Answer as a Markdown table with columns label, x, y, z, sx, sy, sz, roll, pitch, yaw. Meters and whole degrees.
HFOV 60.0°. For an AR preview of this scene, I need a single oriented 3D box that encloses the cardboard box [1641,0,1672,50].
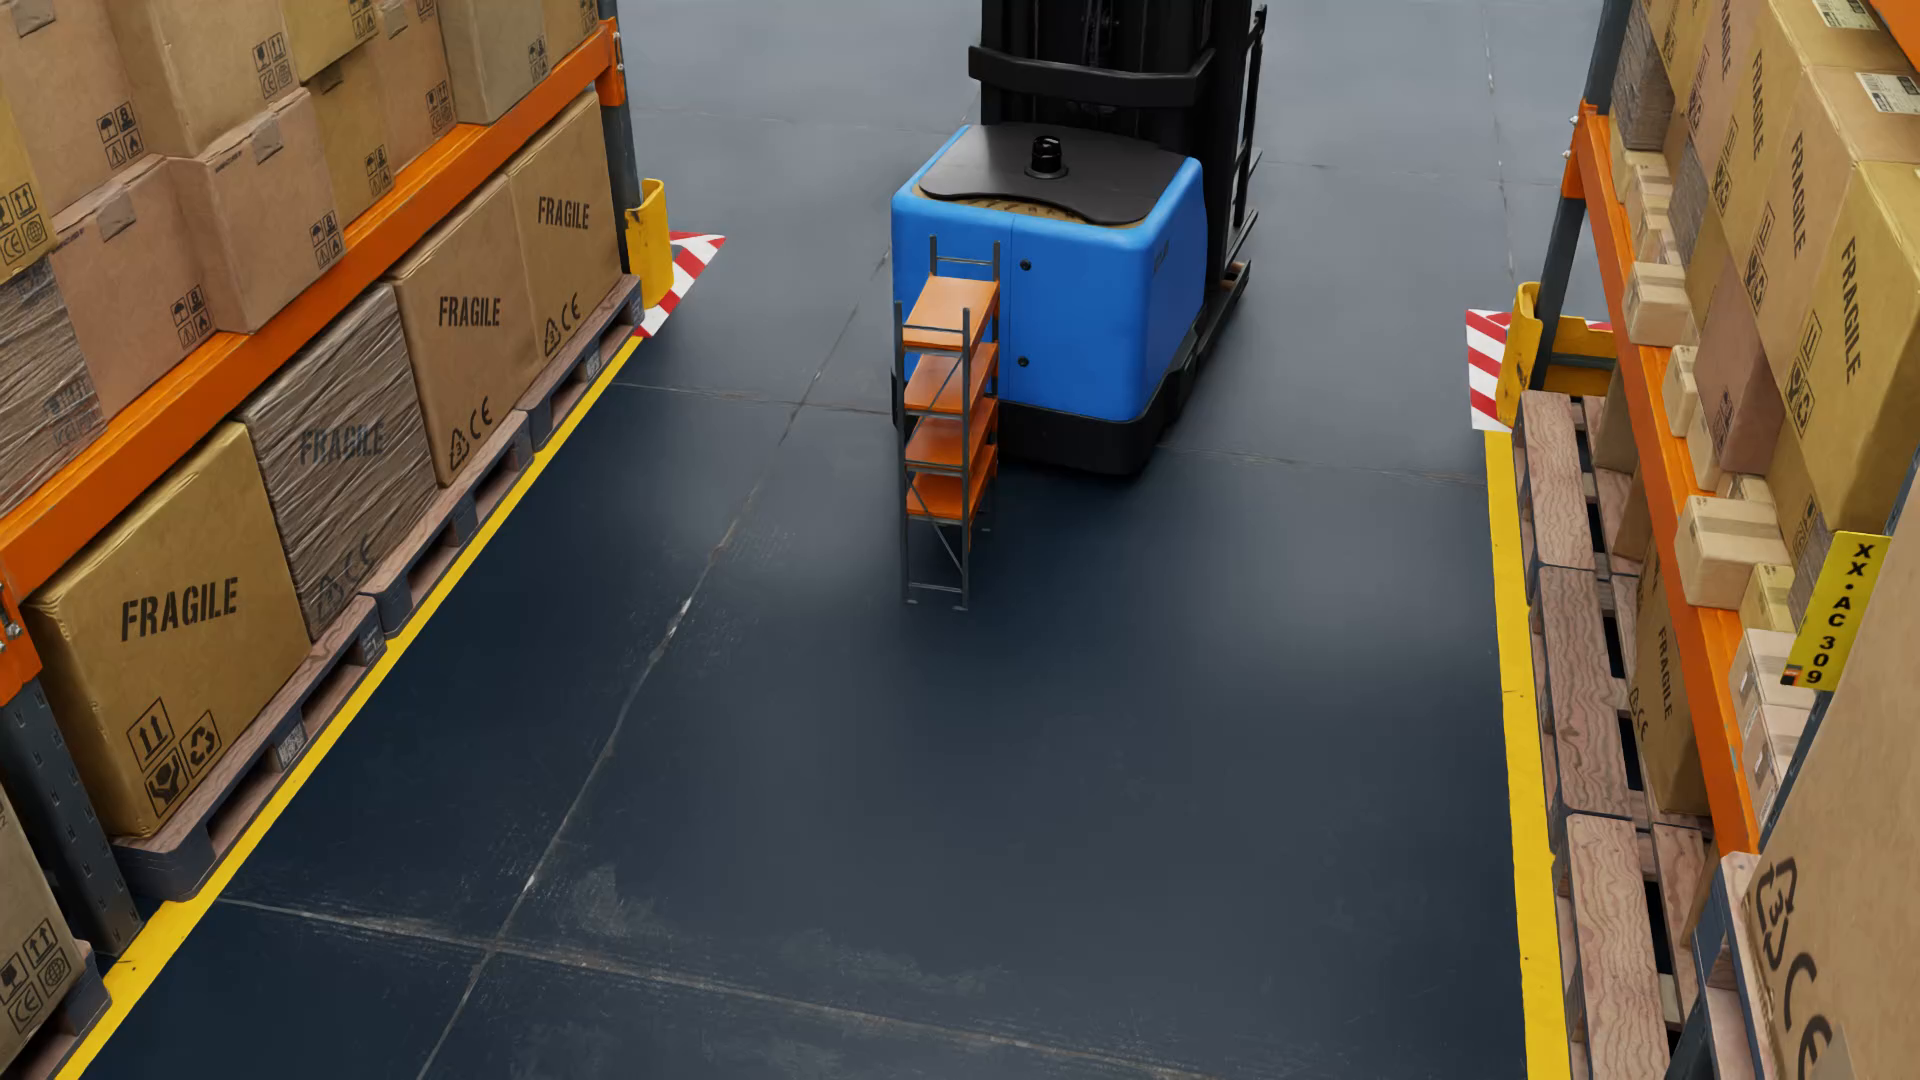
| label | x | y | z | sx | sy | sz | roll | pitch | yaw |
| --- | --- | --- | --- | --- | --- | --- | --- | --- | --- |
| cardboard box | 2.361 | -1.754 | 4.924 | 0.500 | 0.500 | 0.500 | 7 | 37 | 10 |

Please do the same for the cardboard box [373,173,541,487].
| label | x | y | z | sx | sy | sz | roll | pitch | yaw |
| --- | --- | --- | --- | --- | --- | --- | --- | --- | --- |
| cardboard box | -2.232 | -0.843 | 6.310 | 0.875 | 0.875 | 0.875 | 7 | 36 | 9 |

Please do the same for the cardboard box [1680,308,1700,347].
| label | x | y | z | sx | sy | sz | roll | pitch | yaw |
| --- | --- | --- | --- | --- | --- | --- | --- | --- | --- |
| cardboard box | 2.226 | -0.512 | 4.615 | 0.380 | 0.149 | 0.250 | 7 | 37 | 10 |

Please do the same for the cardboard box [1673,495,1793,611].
| label | x | y | z | sx | sy | sz | roll | pitch | yaw |
| --- | --- | --- | --- | --- | --- | --- | --- | --- | --- |
| cardboard box | 1.882 | 0.044 | 3.847 | 0.380 | 0.149 | 0.250 | 7 | 37 | 10 |

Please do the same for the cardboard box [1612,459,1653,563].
| label | x | y | z | sx | sy | sz | roll | pitch | yaw |
| --- | --- | --- | --- | --- | --- | --- | --- | --- | --- |
| cardboard box | 2.614 | -0.210 | 5.757 | 0.500 | 0.500 | 0.500 | 17 | 39 | 22 |

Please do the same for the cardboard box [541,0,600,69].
| label | x | y | z | sx | sy | sz | roll | pitch | yaw |
| --- | --- | --- | --- | --- | --- | --- | --- | --- | --- |
| cardboard box | -2.001 | -2.277 | 6.708 | 0.875 | 0.550 | 0.550 | 7 | 37 | 10 |

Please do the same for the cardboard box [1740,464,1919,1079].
| label | x | y | z | sx | sy | sz | roll | pitch | yaw |
| --- | --- | --- | --- | --- | --- | --- | --- | --- | --- |
| cardboard box | 1.697 | 0.563 | 2.048 | 1.000 | 1.000 | 1.000 | 8 | 37 | 10 |

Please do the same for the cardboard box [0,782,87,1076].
| label | x | y | z | sx | sy | sz | roll | pitch | yaw |
| --- | --- | --- | --- | --- | --- | --- | --- | --- | --- |
| cardboard box | -2.865 | 0.966 | 3.920 | 1.050 | 0.750 | 0.750 | 7 | 37 | 10 |

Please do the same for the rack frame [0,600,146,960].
| label | x | y | z | sx | sy | sz | roll | pitch | yaw |
| --- | --- | --- | --- | --- | --- | --- | --- | --- | --- |
| rack frame | -2.820 | -0.142 | 3.890 | 1.000 | 3.000 | 0.127 | 7 | 37 | 10 |

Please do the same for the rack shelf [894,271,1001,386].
| label | x | y | z | sx | sy | sz | roll | pitch | yaw |
| --- | --- | --- | --- | --- | --- | --- | --- | --- | --- |
| rack shelf | -0.035 | -0.709 | 5.536 | 0.258 | 0.148 | 0.480 | 7 | 37 | 10 |

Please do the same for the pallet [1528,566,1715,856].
| label | x | y | z | sx | sy | sz | roll | pitch | yaw |
| --- | --- | --- | --- | --- | --- | --- | --- | --- | --- |
| pallet | 2.371 | 0.576 | 5.276 | 1.003 | 0.211 | 1.213 | 7 | 37 | 10 |

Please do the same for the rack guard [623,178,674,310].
| label | x | y | z | sx | sy | sz | roll | pitch | yaw |
| --- | --- | --- | --- | --- | --- | --- | --- | --- | --- |
| rack guard | -1.961 | -1.437 | 7.806 | 1.175 | 0.500 | 0.348 | 7 | 37 | 10 |

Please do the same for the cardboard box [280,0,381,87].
| label | x | y | z | sx | sy | sz | roll | pitch | yaw |
| --- | --- | --- | --- | --- | --- | --- | --- | --- | --- |
| cardboard box | -2.349 | -1.774 | 5.094 | 0.875 | 0.550 | 0.500 | 7 | 37 | 10 |

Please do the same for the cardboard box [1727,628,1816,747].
| label | x | y | z | sx | sy | sz | roll | pitch | yaw |
| --- | --- | --- | --- | --- | --- | --- | --- | --- | --- |
| cardboard box | 1.825 | 0.337 | 3.443 | 0.380 | 0.149 | 0.250 | 7 | 37 | 10 |

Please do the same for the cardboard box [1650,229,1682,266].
| label | x | y | z | sx | sy | sz | roll | pitch | yaw |
| --- | --- | --- | --- | --- | --- | --- | --- | --- | --- |
| cardboard box | 2.304 | -0.803 | 5.016 | 0.380 | 0.149 | 0.250 | 7 | 37 | 10 |

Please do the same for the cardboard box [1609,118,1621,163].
| label | x | y | z | sx | sy | sz | roll | pitch | yaw |
| --- | --- | --- | --- | --- | --- | --- | --- | --- | --- |
| cardboard box | 2.492 | -1.379 | 5.811 | 0.380 | 0.149 | 0.250 | 7 | 37 | 10 |

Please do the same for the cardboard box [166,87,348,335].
| label | x | y | z | sx | sy | sz | roll | pitch | yaw |
| --- | --- | --- | --- | --- | --- | --- | --- | --- | --- |
| cardboard box | -2.427 | -1.029 | 4.985 | 0.875 | 0.550 | 0.550 | 7 | 37 | 10 |

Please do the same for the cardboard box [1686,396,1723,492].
| label | x | y | z | sx | sy | sz | roll | pitch | yaw |
| --- | --- | --- | --- | --- | --- | --- | --- | --- | --- |
| cardboard box | 2.078 | -0.231 | 4.227 | 0.380 | 0.149 | 0.250 | 7 | 37 | 10 |

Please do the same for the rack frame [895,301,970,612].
| label | x | y | z | sx | sy | sz | roll | pitch | yaw |
| --- | --- | --- | --- | --- | --- | --- | --- | --- | --- |
| rack frame | -0.087 | -0.251 | 5.574 | 0.240 | 1.200 | 0.015 | 7 | 37 | 10 |

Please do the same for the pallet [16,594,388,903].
| label | x | y | z | sx | sy | sz | roll | pitch | yaw |
| --- | --- | --- | --- | --- | --- | --- | --- | --- | --- |
| pallet | -2.581 | 0.561 | 5.296 | 1.003 | 0.211 | 1.213 | 7 | 37 | 10 |

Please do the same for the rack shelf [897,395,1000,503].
| label | x | y | z | sx | sy | sz | roll | pitch | yaw |
| --- | --- | --- | --- | --- | --- | --- | --- | --- | --- |
| rack shelf | -0.035 | -0.336 | 5.806 | 0.258 | 0.148 | 0.480 | 7 | 37 | 10 |

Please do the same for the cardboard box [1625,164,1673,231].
| label | x | y | z | sx | sy | sz | roll | pitch | yaw |
| --- | --- | --- | --- | --- | --- | --- | --- | --- | --- |
| cardboard box | 2.391 | -1.092 | 5.415 | 0.380 | 0.149 | 0.250 | 7 | 37 | 10 |

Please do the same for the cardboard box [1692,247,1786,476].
| label | x | y | z | sx | sy | sz | roll | pitch | yaw |
| --- | --- | --- | --- | --- | --- | --- | --- | --- | --- |
| cardboard box | 2.310 | -0.455 | 3.983 | 0.875 | 0.500 | 0.500 | 7 | 37 | 10 |

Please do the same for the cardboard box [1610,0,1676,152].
| label | x | y | z | sx | sy | sz | roll | pitch | yaw |
| --- | --- | --- | --- | --- | --- | --- | --- | --- | --- |
| cardboard box | 2.714 | -1.605 | 5.569 | 0.875 | 0.500 | 0.500 | 7 | 37 | 10 |

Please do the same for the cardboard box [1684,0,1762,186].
| label | x | y | z | sx | sy | sz | roll | pitch | yaw |
| --- | --- | --- | --- | --- | --- | --- | --- | --- | --- |
| cardboard box | 2.155 | -1.180 | 4.131 | 0.500 | 0.500 | 0.500 | 7 | 37 | 10 |

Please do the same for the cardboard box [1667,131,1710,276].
| label | x | y | z | sx | sy | sz | roll | pitch | yaw |
| --- | --- | --- | --- | --- | --- | --- | --- | --- | --- |
| cardboard box | 2.575 | -1.022 | 4.765 | 0.875 | 0.500 | 0.500 | 7 | 37 | 10 |

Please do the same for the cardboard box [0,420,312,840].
| label | x | y | z | sx | sy | sz | roll | pitch | yaw |
| --- | --- | --- | --- | --- | --- | --- | --- | --- | --- |
| cardboard box | -2.617 | 0.197 | 4.875 | 0.875 | 0.875 | 0.875 | 8 | 37 | 11 |

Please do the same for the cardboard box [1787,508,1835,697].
| label | x | y | z | sx | sy | sz | roll | pitch | yaw |
| --- | --- | --- | --- | --- | --- | --- | --- | --- | --- |
| cardboard box | 2.160 | 0.127 | 3.181 | 0.875 | 0.500 | 0.500 | 7 | 37 | 10 |

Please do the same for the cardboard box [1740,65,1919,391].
| label | x | y | z | sx | sy | sz | roll | pitch | yaw |
| --- | --- | --- | --- | --- | --- | --- | --- | --- | --- |
| cardboard box | 1.937 | -0.607 | 3.341 | 0.500 | 0.500 | 0.500 | 7 | 37 | 10 |

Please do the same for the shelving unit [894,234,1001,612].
| label | x | y | z | sx | sy | sz | roll | pitch | yaw |
| --- | --- | --- | --- | --- | --- | --- | --- | --- | --- |
| shelving unit | -0.035 | -0.391 | 5.767 | 0.258 | 1.200 | 0.503 | 7 | 37 | 10 |

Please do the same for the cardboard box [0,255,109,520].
| label | x | y | z | sx | sy | sz | roll | pitch | yaw |
| --- | --- | --- | --- | --- | --- | --- | --- | --- | --- |
| cardboard box | -2.753 | -0.416 | 4.140 | 0.875 | 0.550 | 0.550 | 7 | 37 | 10 |

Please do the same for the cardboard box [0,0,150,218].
| label | x | y | z | sx | sy | sz | roll | pitch | yaw |
| --- | --- | --- | --- | --- | --- | --- | --- | --- | --- |
| cardboard box | -2.704 | -1.177 | 4.270 | 0.875 | 0.550 | 0.550 | 7 | 37 | 10 |

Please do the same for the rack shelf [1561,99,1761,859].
| label | x | y | z | sx | sy | sz | roll | pitch | yaw |
| --- | --- | --- | --- | --- | --- | --- | --- | --- | --- |
| rack shelf | 2.431 | -0.318 | 4.745 | 1.077 | 0.370 | 4.000 | 7 | 37 | 10 |

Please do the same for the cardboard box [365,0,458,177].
| label | x | y | z | sx | sy | sz | roll | pitch | yaw |
| --- | --- | --- | --- | --- | --- | --- | --- | --- | --- |
| cardboard box | -2.339 | -1.654 | 5.848 | 0.875 | 0.550 | 0.550 | 7 | 37 | 10 |

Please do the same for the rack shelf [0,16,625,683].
| label | x | y | z | sx | sy | sz | roll | pitch | yaw |
| --- | --- | --- | --- | --- | --- | --- | --- | --- | --- |
| rack shelf | -2.393 | -0.997 | 5.683 | 1.077 | 0.370 | 4.000 | 7 | 37 | 10 |

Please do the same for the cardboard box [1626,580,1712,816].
| label | x | y | z | sx | sy | sz | roll | pitch | yaw |
| --- | --- | --- | --- | --- | --- | --- | --- | --- | --- |
| cardboard box | 2.299 | 0.460 | 4.831 | 0.500 | 0.500 | 0.500 | 4 | 36 | 6 |

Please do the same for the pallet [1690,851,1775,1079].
| label | x | y | z | sx | sy | sz | roll | pitch | yaw |
| --- | --- | --- | --- | --- | --- | --- | --- | --- | --- |
| pallet | 1.699 | 1.035 | 2.429 | 1.003 | 0.211 | 1.213 | 7 | 37 | 10 |

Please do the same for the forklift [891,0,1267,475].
| label | x | y | z | sx | sy | sz | roll | pitch | yaw |
| --- | --- | --- | --- | --- | --- | --- | --- | --- | --- |
| forklift | 0.722 | -2.301 | 6.927 | 1.130 | 2.935 | 3.031 | 13 | 38 | 17 |

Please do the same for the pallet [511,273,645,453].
| label | x | y | z | sx | sy | sz | roll | pitch | yaw |
| --- | --- | --- | --- | --- | --- | --- | --- | --- | --- |
| pallet | -2.060 | -0.838 | 7.226 | 1.003 | 0.211 | 1.213 | 7 | 37 | 10 |
